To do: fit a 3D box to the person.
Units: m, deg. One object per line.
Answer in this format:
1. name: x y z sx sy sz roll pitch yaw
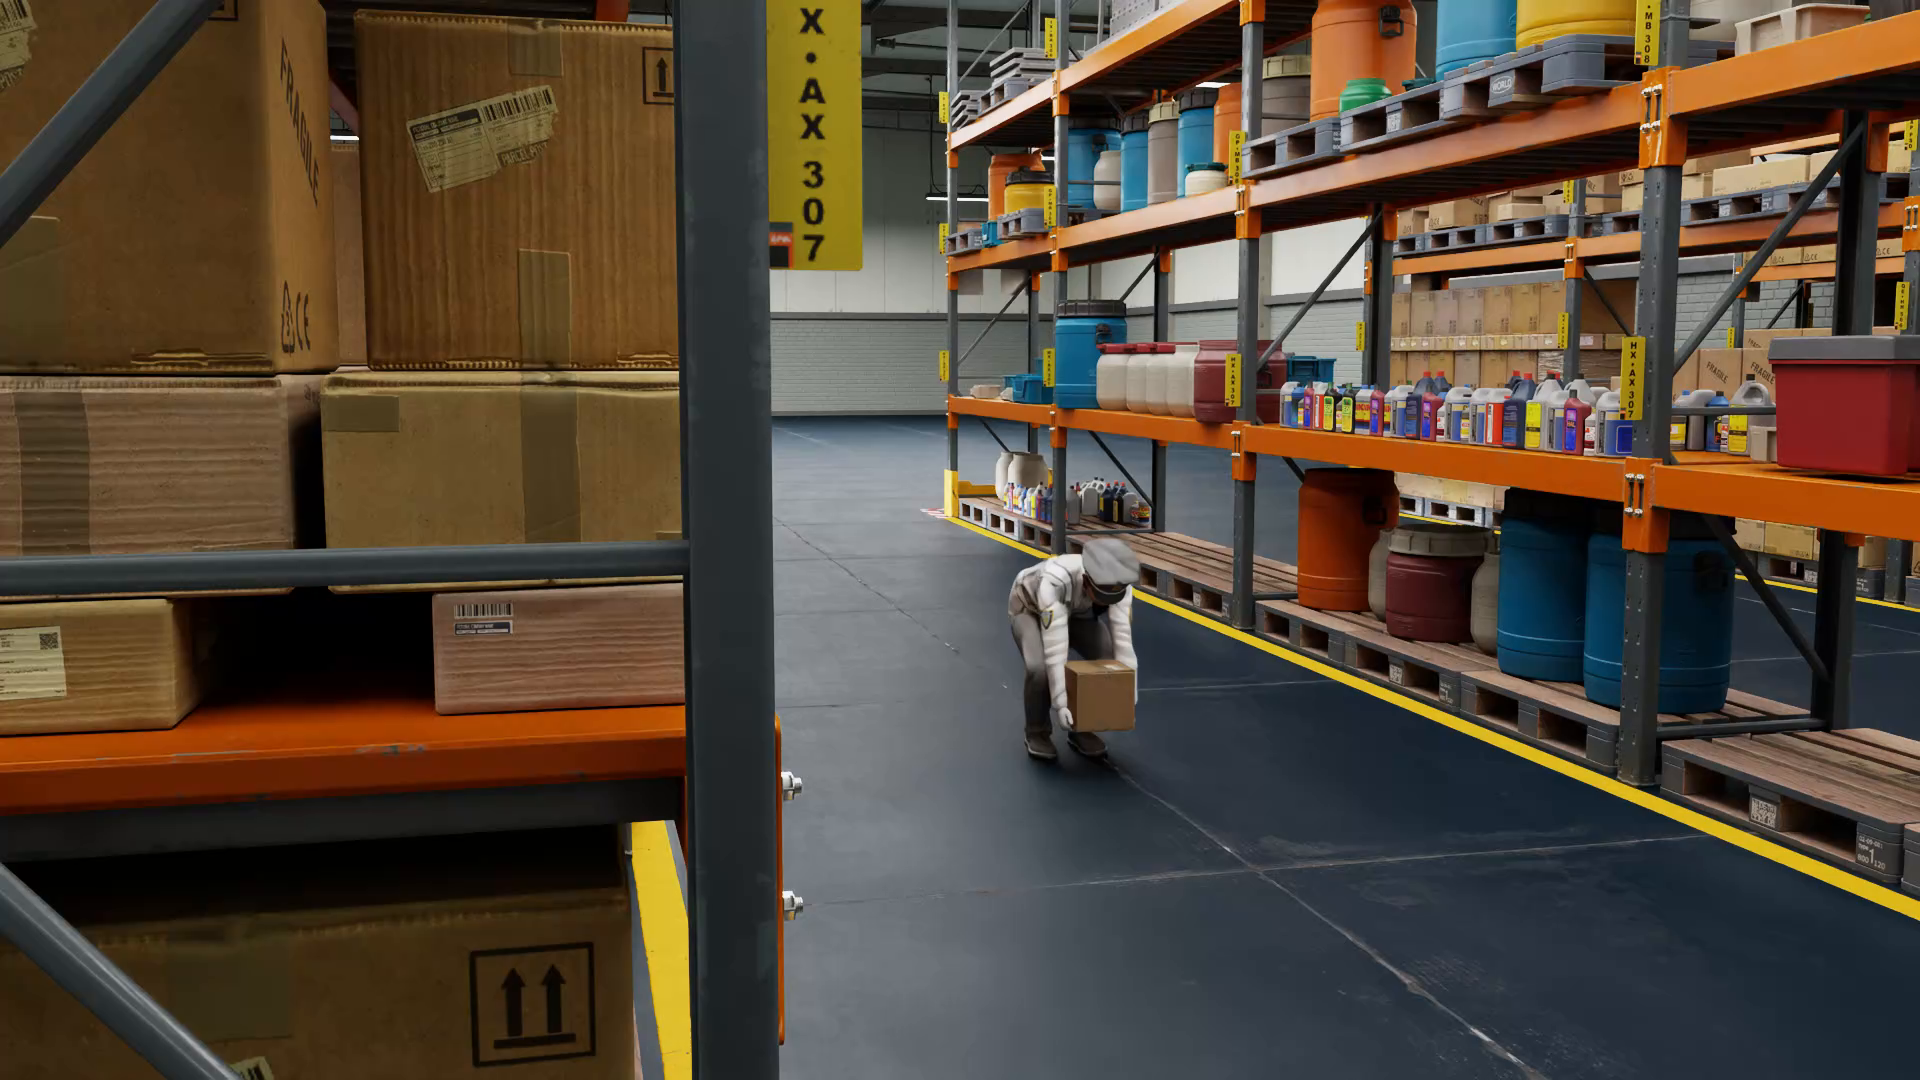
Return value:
1. person: 0.491 0.455 7.157 0.453 0.989 0.899 -2 6 -16
